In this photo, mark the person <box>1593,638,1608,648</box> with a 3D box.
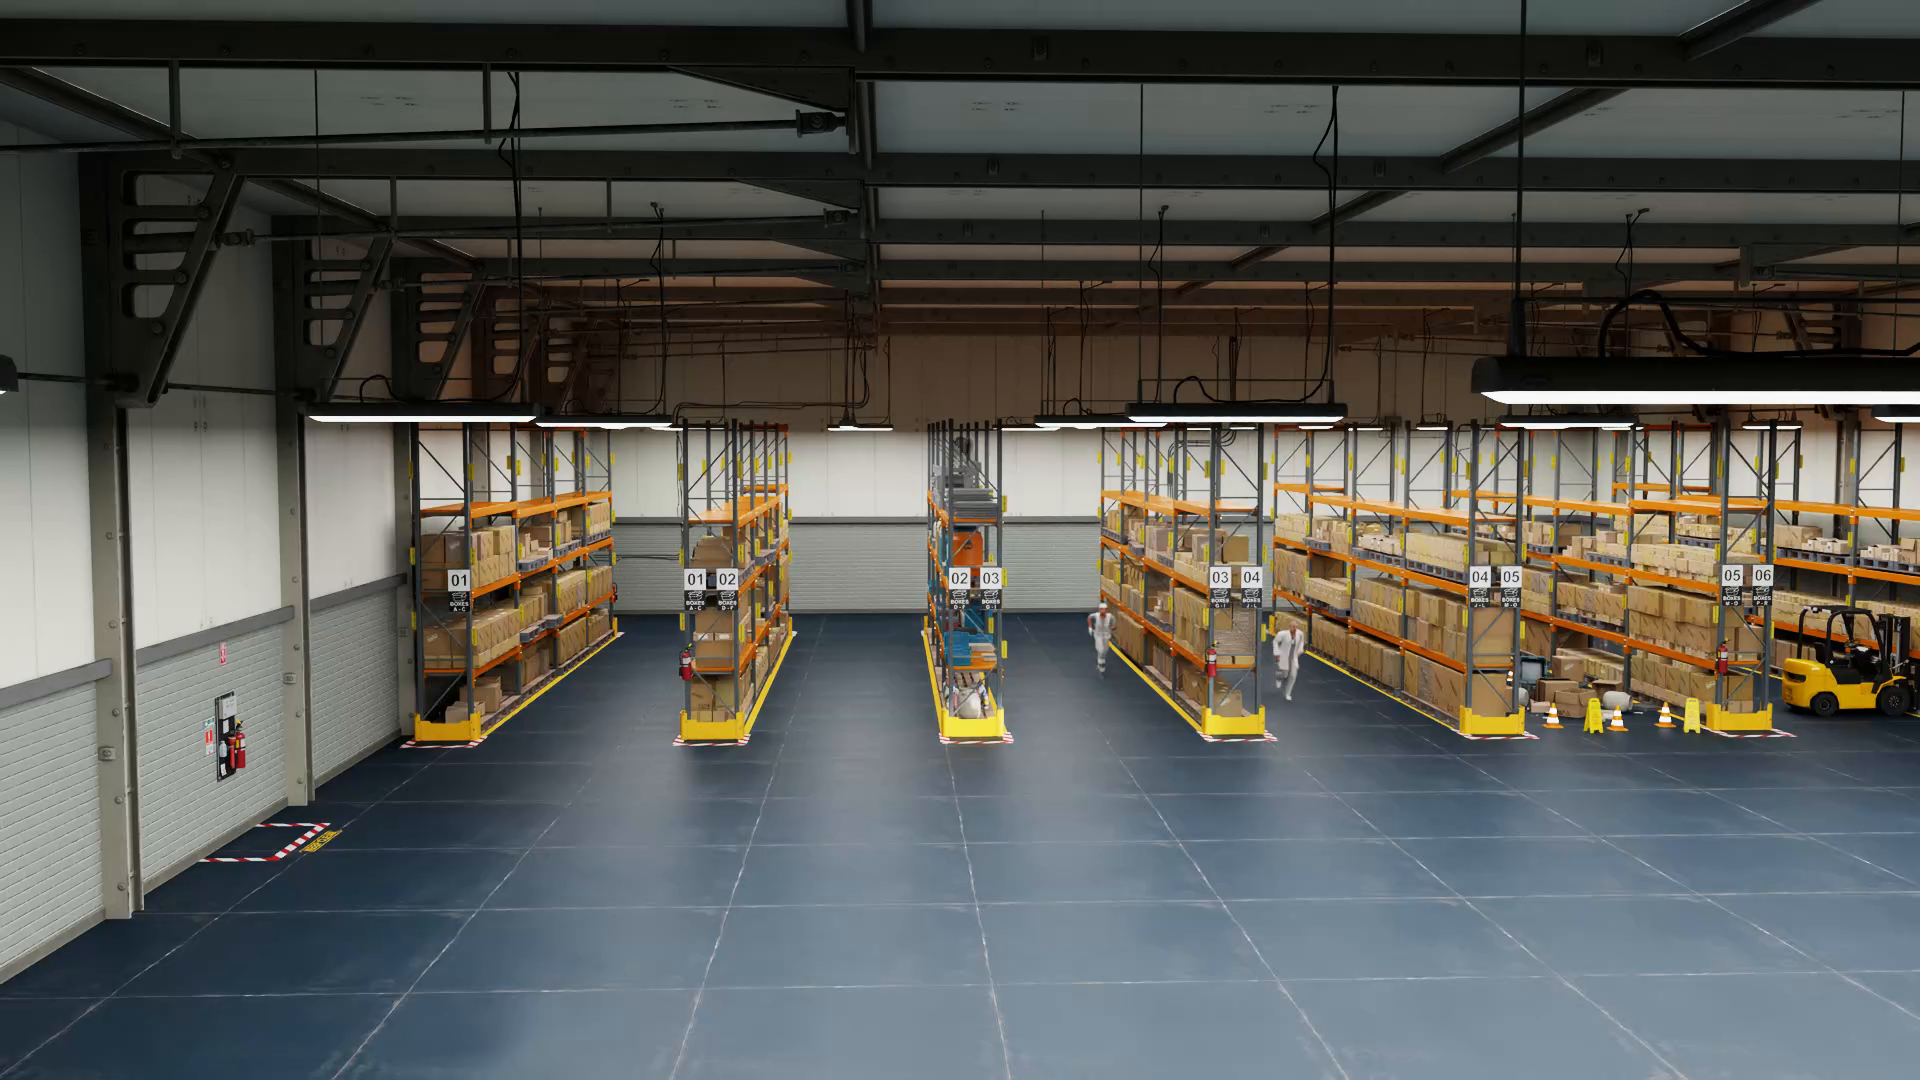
[{"bbox_3d":[16.917,2.046,44.122,0.521,1.664,0.790,-1,4,-10],"label":"person"}]

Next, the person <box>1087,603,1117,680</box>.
[{"bbox_3d":[3.333,2.349,39.089,0.653,1.793,0.989,-1,4,-8],"label":"person"}]

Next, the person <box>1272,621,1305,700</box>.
[{"bbox_3d":[7.091,2.583,36.066,0.710,1.724,0.854,-1,4,-17],"label":"person"}]
